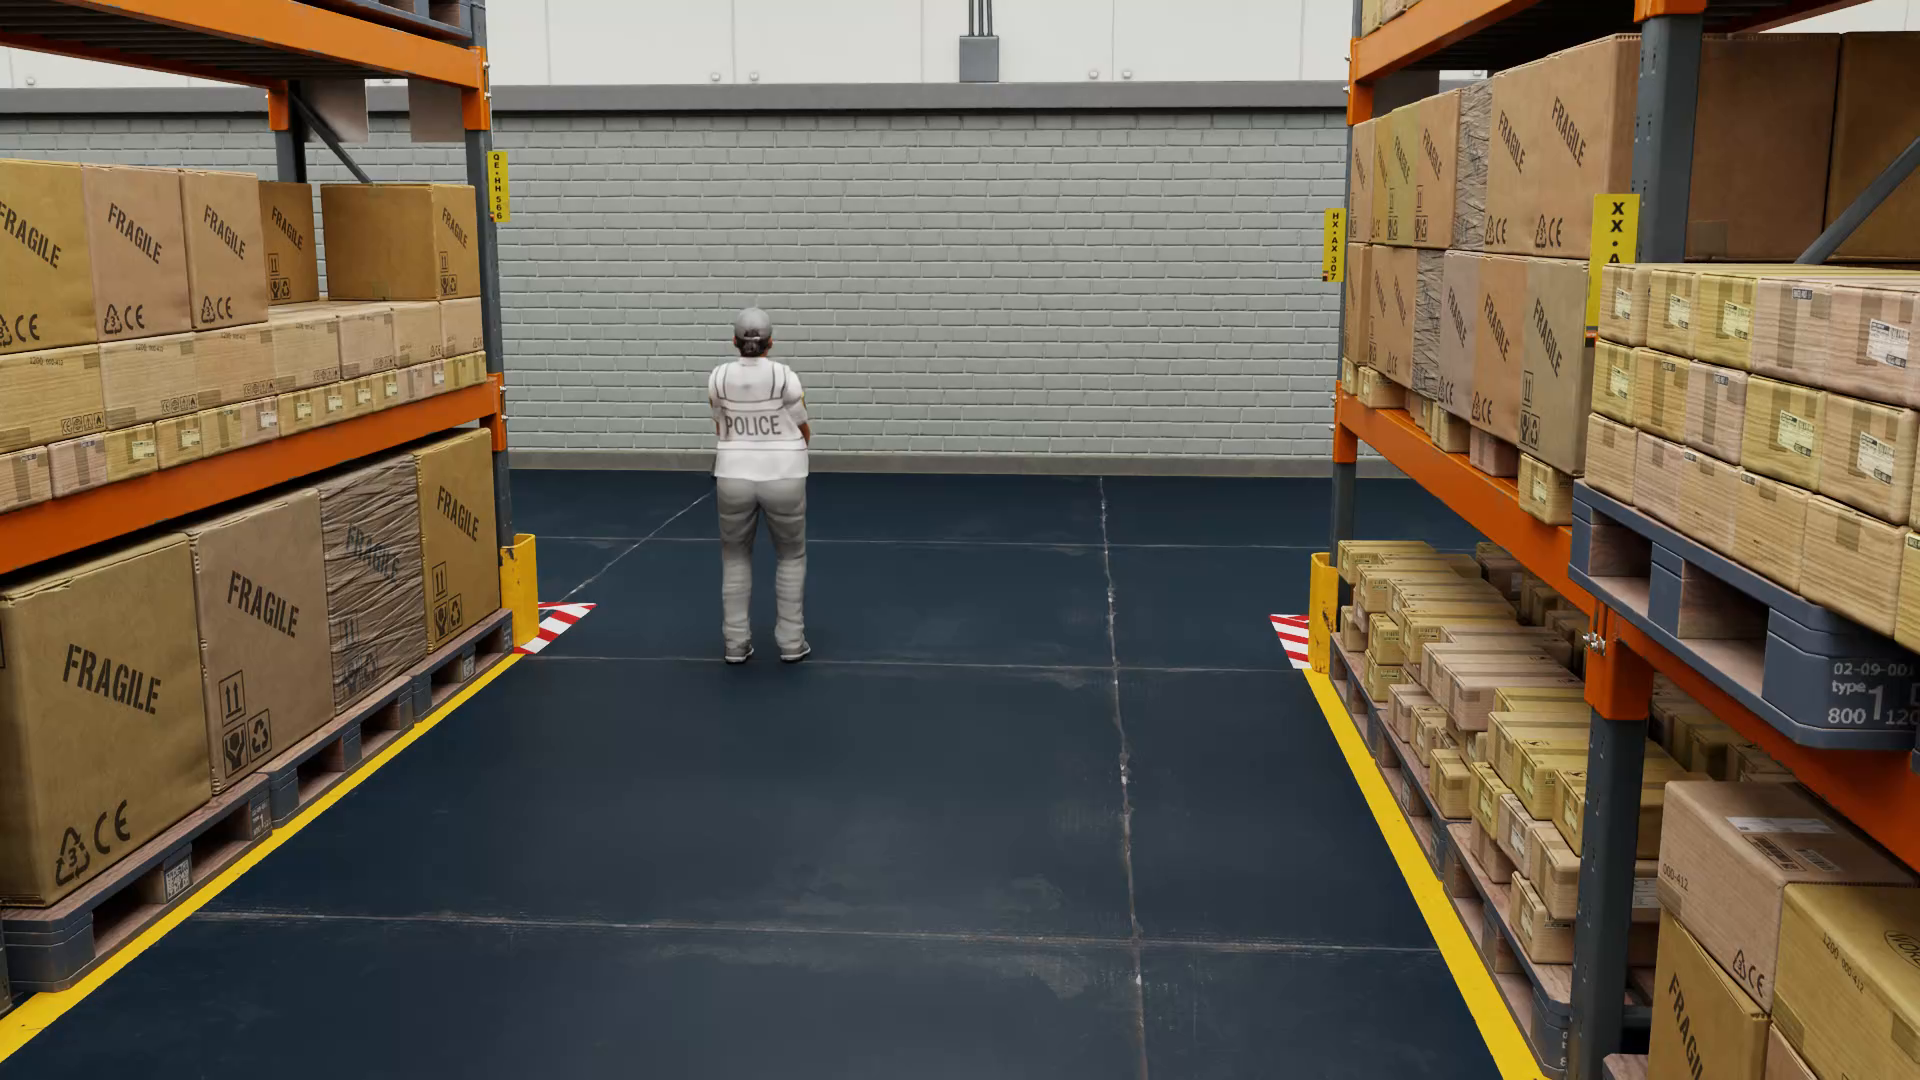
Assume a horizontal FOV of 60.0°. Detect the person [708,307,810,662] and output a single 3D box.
[{"bbox_3d":[-0.922,-0.258,7.795,0.453,1.660,0.543,1,11,4],"label":"person"}]
